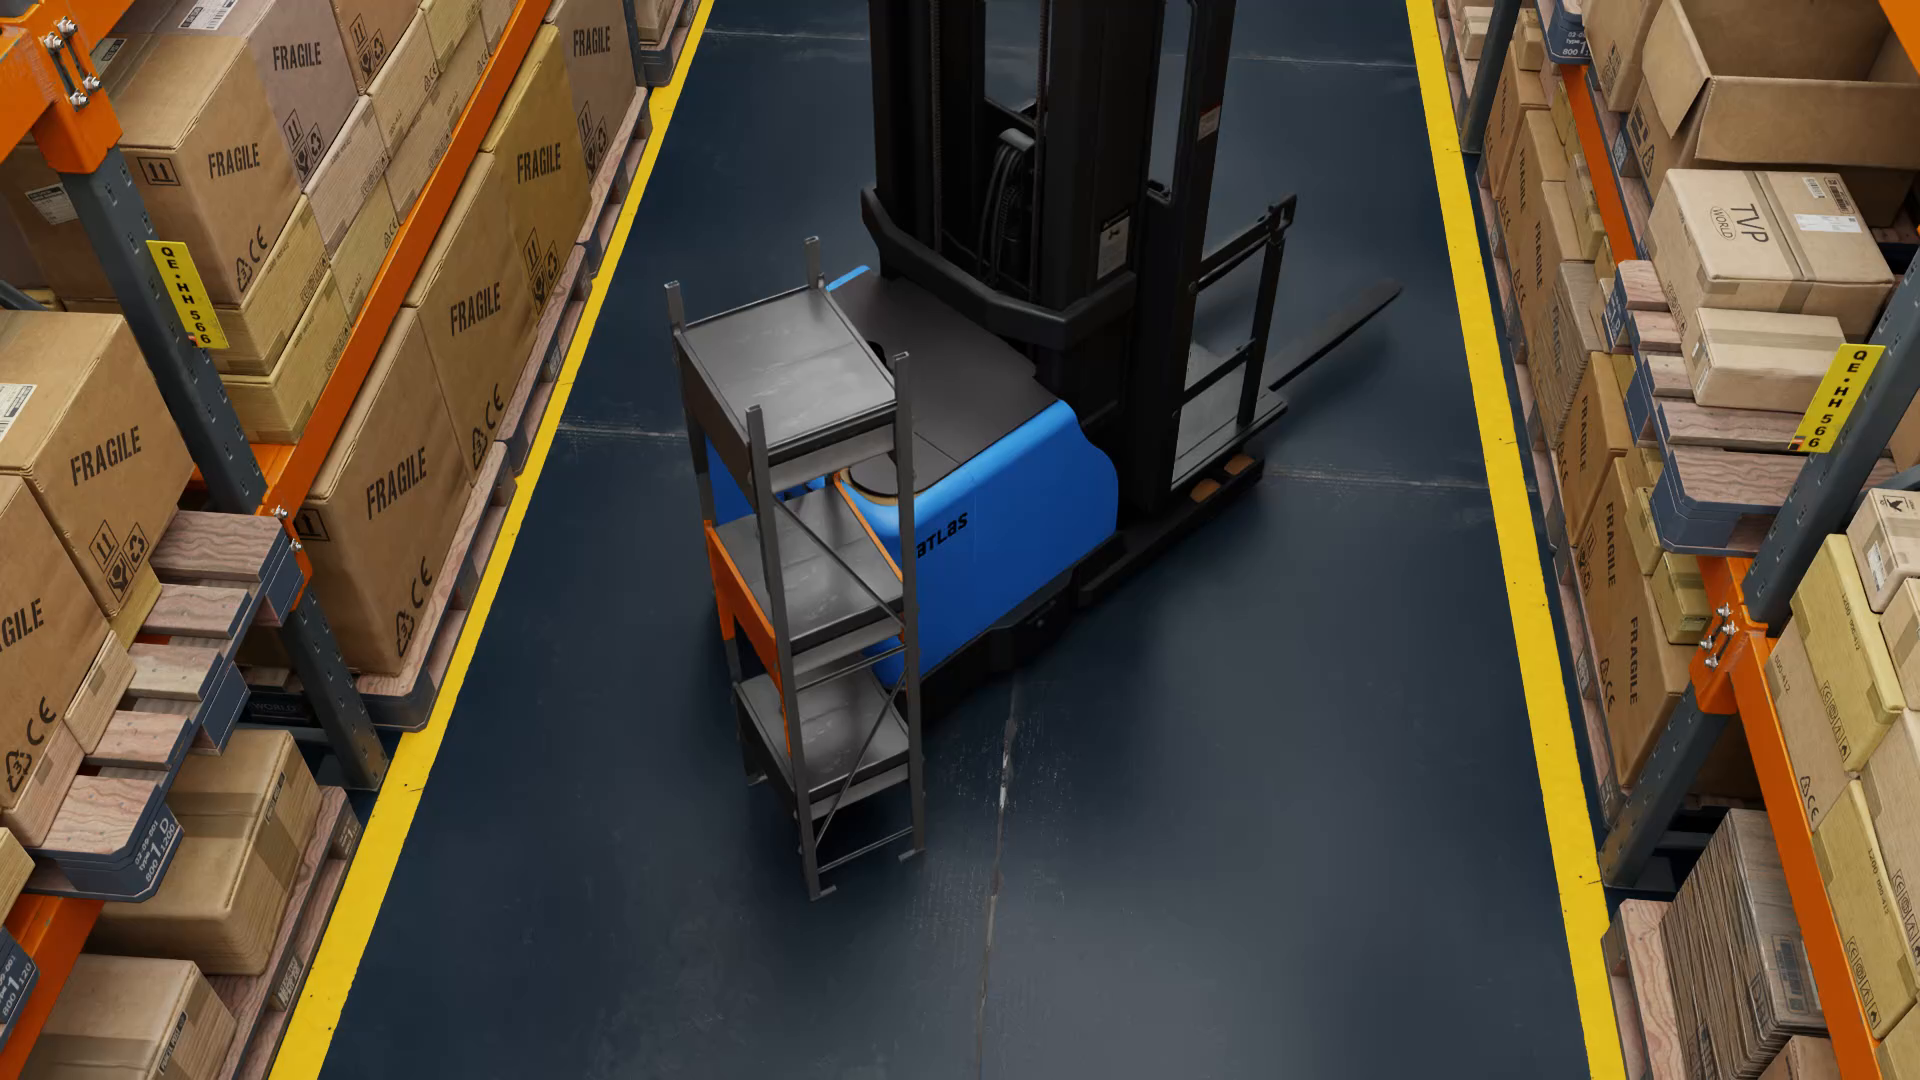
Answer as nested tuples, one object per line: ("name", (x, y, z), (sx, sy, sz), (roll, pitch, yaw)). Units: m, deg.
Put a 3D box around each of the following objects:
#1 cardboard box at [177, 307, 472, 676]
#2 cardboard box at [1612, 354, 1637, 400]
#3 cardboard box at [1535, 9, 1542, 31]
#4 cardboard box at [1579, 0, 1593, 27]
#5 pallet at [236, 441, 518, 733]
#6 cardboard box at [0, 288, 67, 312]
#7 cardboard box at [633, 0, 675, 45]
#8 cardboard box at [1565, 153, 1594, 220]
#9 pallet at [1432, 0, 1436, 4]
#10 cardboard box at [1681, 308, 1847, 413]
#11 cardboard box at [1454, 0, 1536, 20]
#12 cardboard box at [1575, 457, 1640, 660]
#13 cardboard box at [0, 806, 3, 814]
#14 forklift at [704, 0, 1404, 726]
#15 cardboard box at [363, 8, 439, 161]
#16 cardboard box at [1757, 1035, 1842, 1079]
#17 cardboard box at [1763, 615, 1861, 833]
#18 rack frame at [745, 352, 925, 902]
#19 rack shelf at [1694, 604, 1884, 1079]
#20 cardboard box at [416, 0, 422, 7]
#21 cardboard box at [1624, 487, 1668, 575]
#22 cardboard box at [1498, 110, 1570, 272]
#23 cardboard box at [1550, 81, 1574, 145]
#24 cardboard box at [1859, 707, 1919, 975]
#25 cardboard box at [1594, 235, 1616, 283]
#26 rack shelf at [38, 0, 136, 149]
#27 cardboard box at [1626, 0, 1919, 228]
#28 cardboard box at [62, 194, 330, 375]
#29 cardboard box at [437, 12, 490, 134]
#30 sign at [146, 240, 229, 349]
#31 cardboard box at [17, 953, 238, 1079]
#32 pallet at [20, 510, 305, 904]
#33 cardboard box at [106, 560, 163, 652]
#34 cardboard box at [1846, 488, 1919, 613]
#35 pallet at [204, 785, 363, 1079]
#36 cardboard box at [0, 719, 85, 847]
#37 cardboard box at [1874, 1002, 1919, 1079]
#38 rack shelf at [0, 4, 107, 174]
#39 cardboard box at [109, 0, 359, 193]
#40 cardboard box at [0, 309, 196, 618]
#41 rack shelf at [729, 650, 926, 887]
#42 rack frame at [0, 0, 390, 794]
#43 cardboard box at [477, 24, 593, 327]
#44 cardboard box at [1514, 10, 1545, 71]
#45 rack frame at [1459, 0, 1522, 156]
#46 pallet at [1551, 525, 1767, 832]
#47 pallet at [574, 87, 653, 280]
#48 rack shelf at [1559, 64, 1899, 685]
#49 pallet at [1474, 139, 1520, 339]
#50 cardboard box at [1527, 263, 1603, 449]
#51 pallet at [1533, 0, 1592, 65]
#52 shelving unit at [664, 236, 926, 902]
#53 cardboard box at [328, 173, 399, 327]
("cardboard box", (-2.266, -0.182, 5.539), (0.875, 0.875, 0.875), (3, 48, 3))
("cardboard box", (2.478, -0.589, 5.726), (0.380, 0.149, 0.250), (3, 48, 3))
("cardboard box", (2.659, -2.232, 7.026), (0.380, 0.149, 0.250), (3, 48, 3))
("cardboard box", (2.388, -1.965, 5.821), (0.396, 0.266, 0.258), (6, 48, 5))
("pallet", (-2.264, 0.111, 6.005), (1.003, 0.211, 1.213), (4, 48, 4))
("cardboard box", (-2.620, -0.747, 4.663), (0.500, 0.250, 0.500), (4, 48, 3))
("cardboard box", (-1.883, -2.926, 8.345), (0.875, 0.438, 0.875), (3, 48, 3))
("cardboard box", (2.567, -1.354, 6.425), (0.380, 0.149, 0.250), (4, 48, 3))
("pallet", (3.069, -3.326, 9.149), (1.003, 0.211, 1.213), (4, 48, 4))
("cardboard box", (2.210, -0.490, 4.551), (0.380, 0.149, 0.250), (5, 48, 4))
("cardboard box", (2.687, -2.774, 8.323), (0.396, 0.266, 0.258), (5, 48, 5))
("cardboard box", (2.413, 0.085, 5.549), (0.500, 0.500, 0.500), (3, 48, 3))
("cardboard box", (-2.257, 0.573, 3.139), (0.500, 0.500, 0.500), (1, 48, 1))
("forklift", (0.523, -1.311, 5.462), (3.031, 2.935, 1.130), (-35, 57, -28))
("cardboard box", (-2.013, -1.475, 5.329), (0.500, 0.250, 0.500), (4, 48, 3))
("cardboard box", (2.410, 1.673, 4.012), (0.875, 0.625, 0.625), (5, 48, 5))
("cardboard box", (2.248, 0.436, 3.920), (0.500, 0.250, 0.500), (4, 48, 4))
("rack frame", (-0.294, 0.352, 4.504), (0.400, 2.100, 0.015), (-22, 51, -19))
("rack shelf", (2.350, 1.788, 3.069), (1.077, 0.370, 4.000), (4, 48, 4))
("cardboard box", (-1.975, -2.088, 5.381), (0.500, 0.500, 0.500), (5, 48, 4))
("cardboard box", (2.319, -0.024, 5.209), (0.380, 0.149, 0.250), (2, 48, 2))
("cardboard box", (2.590, -1.430, 6.934), (0.500, 0.500, 0.500), (3, 48, 3))
("cardboard box", (2.639, -1.737, 6.776), (0.380, 0.149, 0.250), (2, 48, 2))
("cardboard box", (2.202, 0.635, 3.399), (0.500, 0.250, 0.500), (5, 48, 5))
("cardboard box", (2.547, -0.971, 6.075), (0.380, 0.149, 0.250), (4, 48, 4))
("rack shelf", (-2.229, -2.495, 4.954), (1.077, 0.370, 4.000), (4, 48, 4))
("cardboard box", (2.497, -1.313, 5.064), (0.797, 0.503, 0.637), (3, 48, 3))
("cardboard box", (-2.119, -0.729, 4.647), (0.500, 0.250, 0.500), (4, 48, 3))
("cardboard box", (-1.992, -1.674, 5.850), (0.500, 0.250, 0.500), (4, 48, 4))
("sign", (-1.870, -0.590, 4.026), (0.100, 0.325, 0.005), (4, 48, 4))
("cardboard box", (-2.532, 1.447, 4.390), (0.950, 0.372, 0.625), (3, 48, 3))
("pallet", (-2.370, 0.340, 4.036), (1.213, 0.211, 1.003), (4, 48, 4))
("cardboard box", (-2.159, 0.146, 3.969), (0.380, 0.149, 0.250), (5, 48, 4))
("cardboard box", (2.210, 0.037, 3.676), (0.380, 0.149, 0.250), (5, 48, 5))
("pallet", (-2.484, 1.260, 4.955), (1.003, 0.211, 1.213), (4, 48, 4))
("cardboard box", (-2.168, 0.519, 3.629), (0.380, 0.149, 0.250), (2, 48, 2))
("cardboard box", (2.158, 1.184, 3.236), (0.500, 0.250, 0.500), (2, 48, 2))
("rack shelf", (-2.594, 0.444, 2.265), (1.077, 0.370, 4.000), (4, 48, 4))
("cardboard box", (-2.087, -1.338, 4.696), (0.500, 0.500, 0.500), (4, 48, 4))
("cardboard box", (-2.176, -0.179, 3.827), (0.500, 0.500, 0.500), (3, 48, 2))
("rack shelf", (-0.408, 0.675, 5.176), (0.431, 0.518, 0.480), (-22, 51, -19))
("rack frame", (-2.411, -0.256, 4.451), (1.000, 3.000, 0.127), (4, 48, 4))
("cardboard box", (-2.098, -1.494, 6.739), (0.875, 0.875, 0.875), (5, 48, 5))
("cardboard box", (2.599, -2.135, 7.140), (0.380, 0.149, 0.250), (6, 48, 5))
("rack frame", (2.897, -2.864, 6.837), (1.000, 3.000, 0.127), (4, 48, 4))
("pallet", (2.638, 0.470, 5.677), (1.003, 0.211, 1.213), (4, 48, 4))
("pallet", (-2.042, -1.682, 7.645), (1.003, 0.211, 1.213), (4, 48, 4))
("rack shelf", (2.714, -1.151, 5.758), (1.077, 0.370, 4.000), (4, 48, 4))
("pallet", (2.860, -1.322, 7.317), (1.003, 0.211, 1.213), (4, 48, 4))
("cardboard box", (2.486, -0.683, 6.251), (0.500, 0.500, 0.500), (2, 48, 2))
("pallet", (2.715, -2.219, 6.377), (1.003, 0.211, 1.213), (4, 48, 4))
("shelving unit", (-0.409, 0.194, 4.649), (0.431, 2.100, 0.503), (-22, 51, -19))
("cardboard box", (-2.087, -0.926, 5.166), (0.500, 0.250, 0.500), (3, 48, 2))
